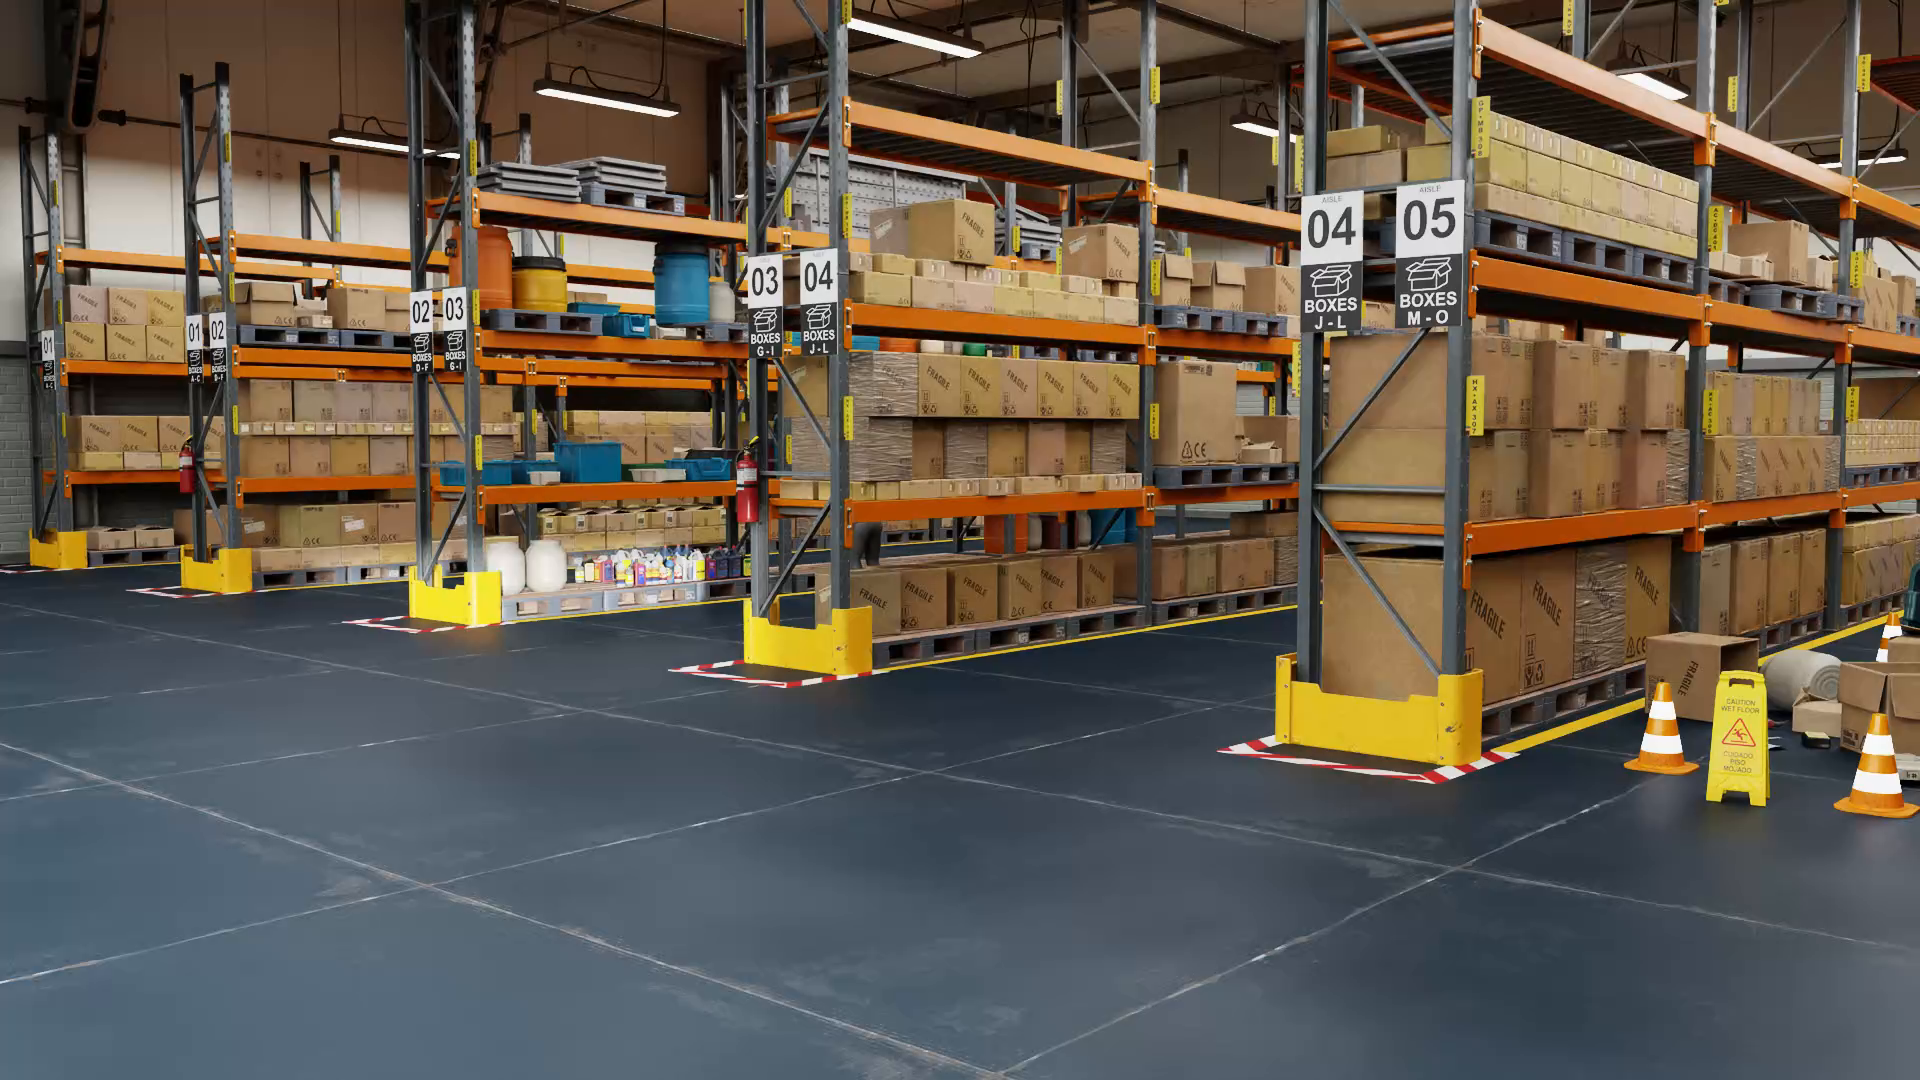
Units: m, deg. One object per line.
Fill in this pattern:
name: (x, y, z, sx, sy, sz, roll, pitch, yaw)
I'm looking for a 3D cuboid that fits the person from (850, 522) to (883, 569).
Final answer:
person: (-1.031, -0.129, 17.537, 0.394, 1.656, 0.528, 3, 5, 39)
